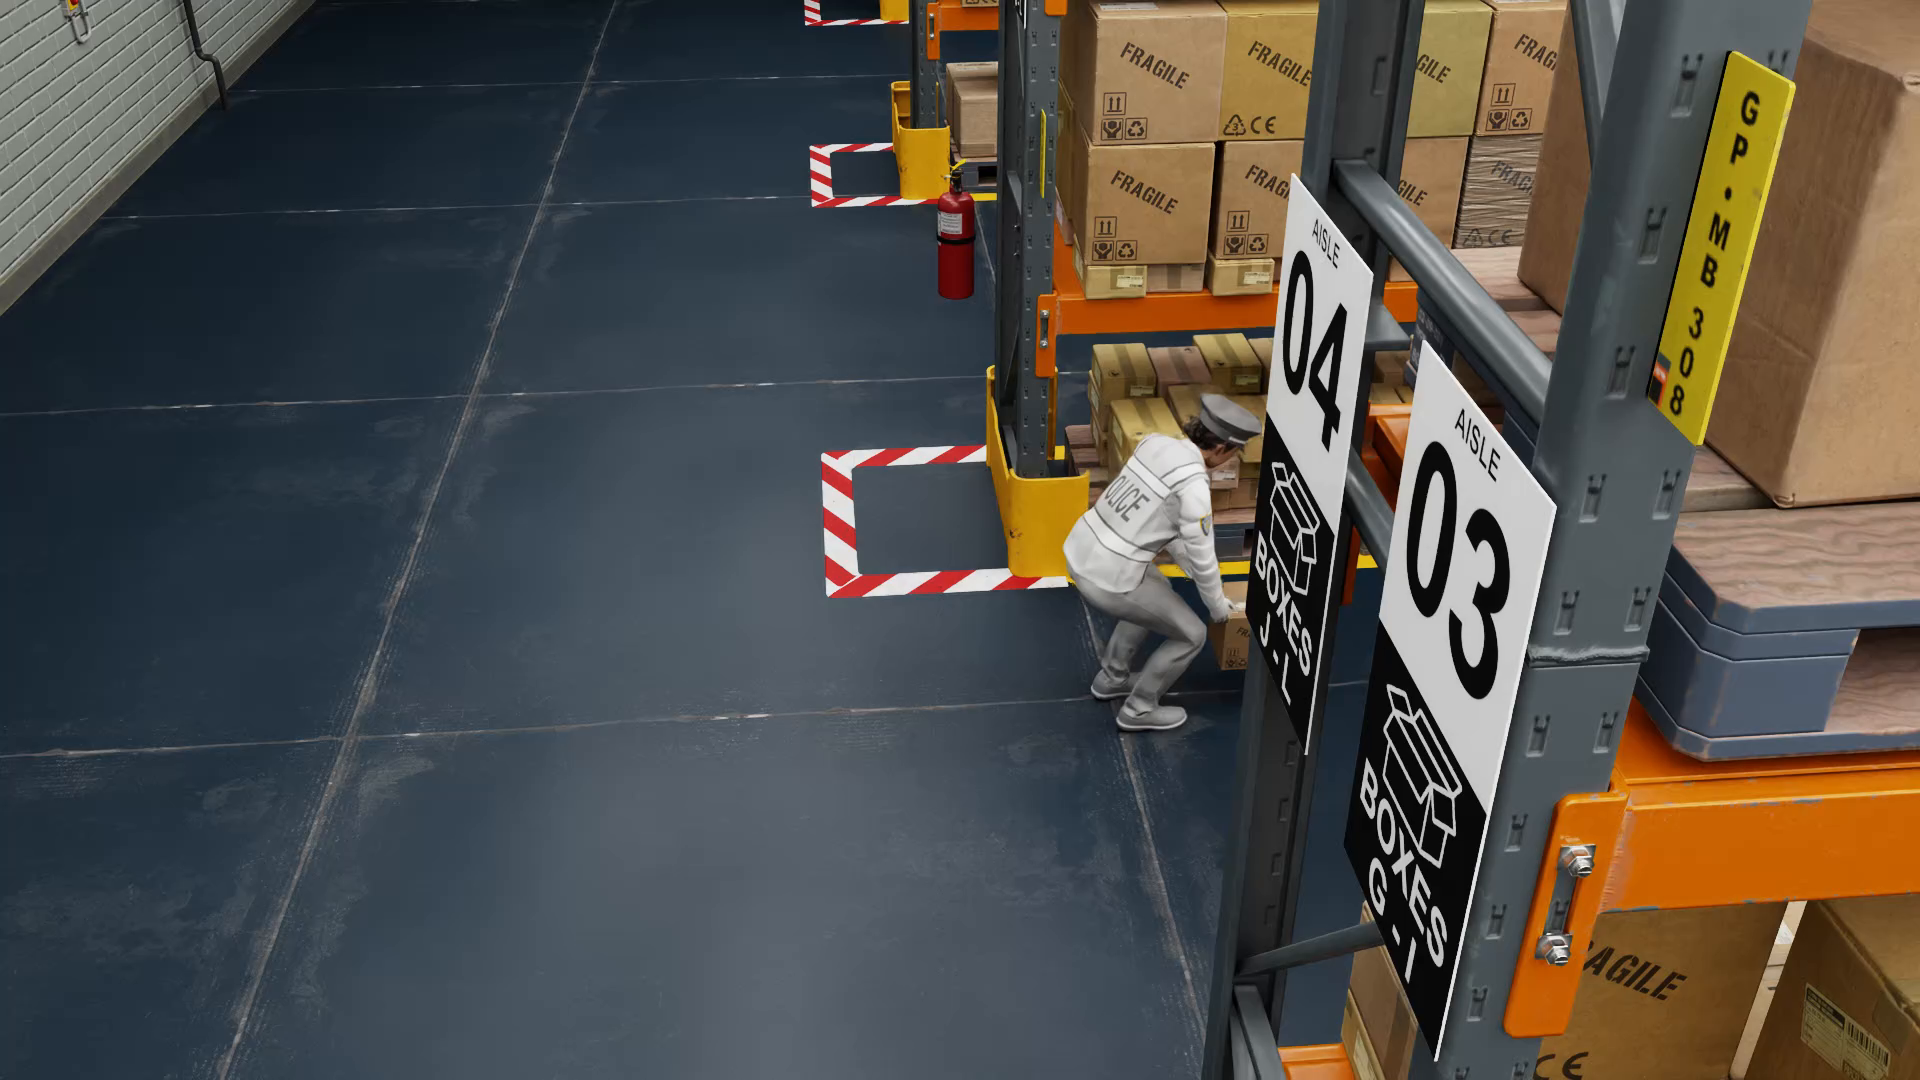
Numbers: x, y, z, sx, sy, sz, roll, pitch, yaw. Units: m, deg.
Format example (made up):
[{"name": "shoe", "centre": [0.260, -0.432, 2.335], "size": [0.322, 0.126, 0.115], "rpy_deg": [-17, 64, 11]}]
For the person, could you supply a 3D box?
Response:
[{"name": "person", "centre": [0.750, 0.082, 6.335], "size": [0.737, 1.322, 0.534], "rpy_deg": [-7, 32, -12]}]
